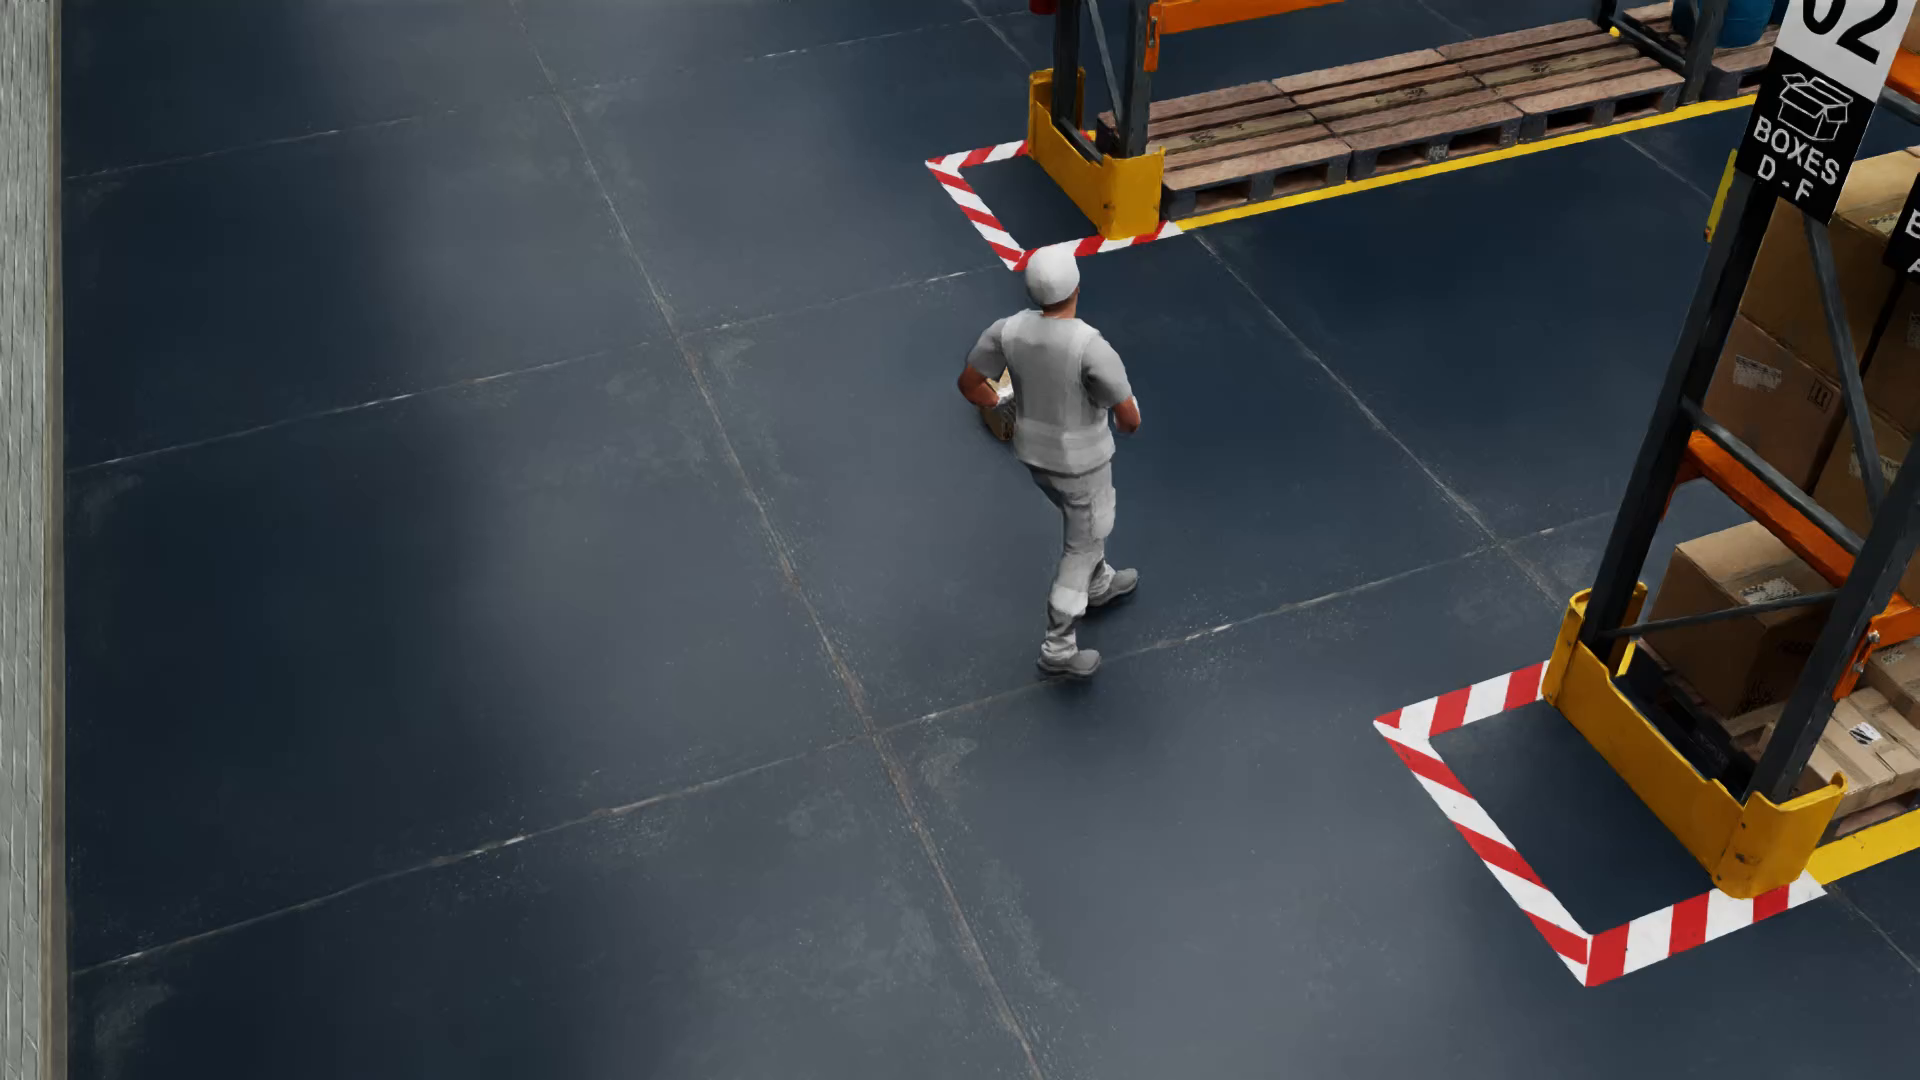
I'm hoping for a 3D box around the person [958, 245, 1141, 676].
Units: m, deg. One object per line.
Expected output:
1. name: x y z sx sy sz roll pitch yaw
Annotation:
1. person: 0.402 -0.345 6.516 0.719 1.776 0.822 26 47 26
